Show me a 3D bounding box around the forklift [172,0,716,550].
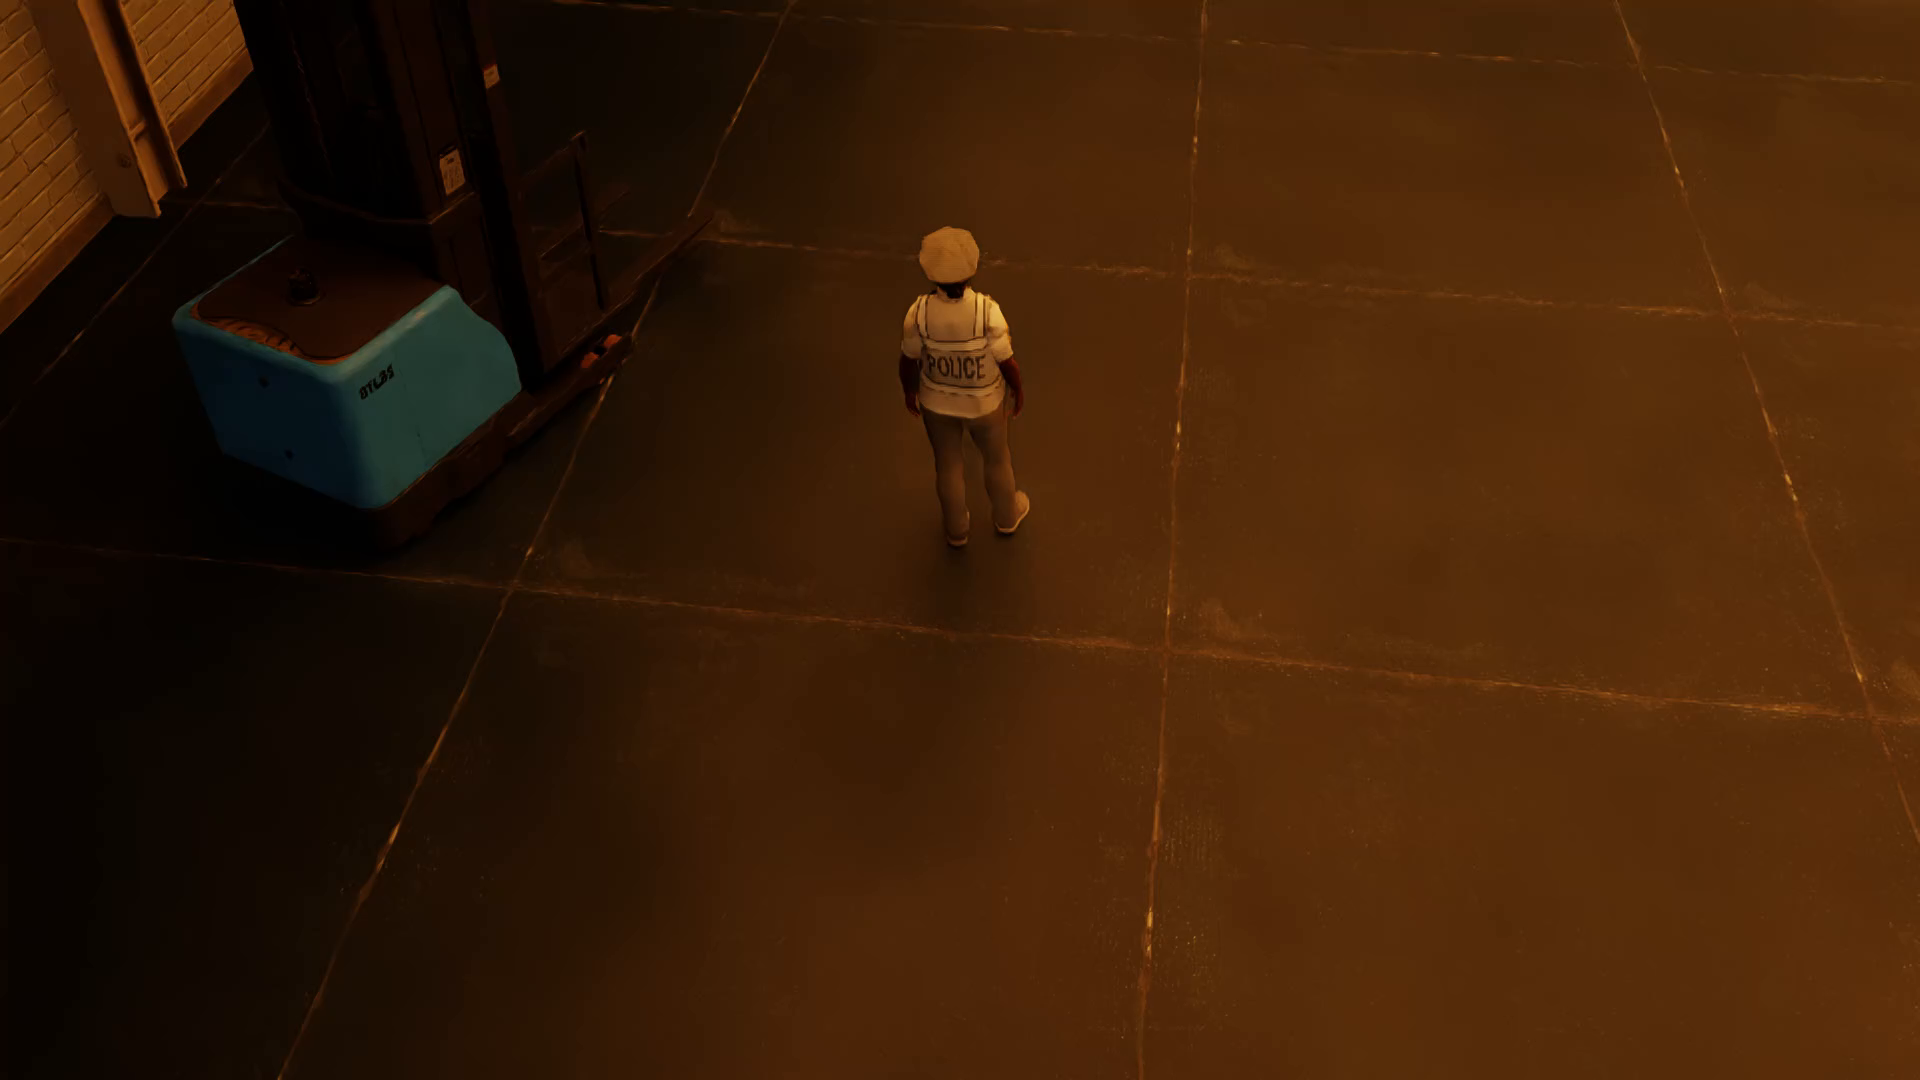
[{"bbox_3d":[-2.412,-2.026,7.930,1.130,2.935,3.031,19,46,20],"label":"forklift"}]

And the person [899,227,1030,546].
[{"bbox_3d":[0.029,-0.678,7.365,0.570,1.695,0.529,5,43,6],"label":"person"}]
